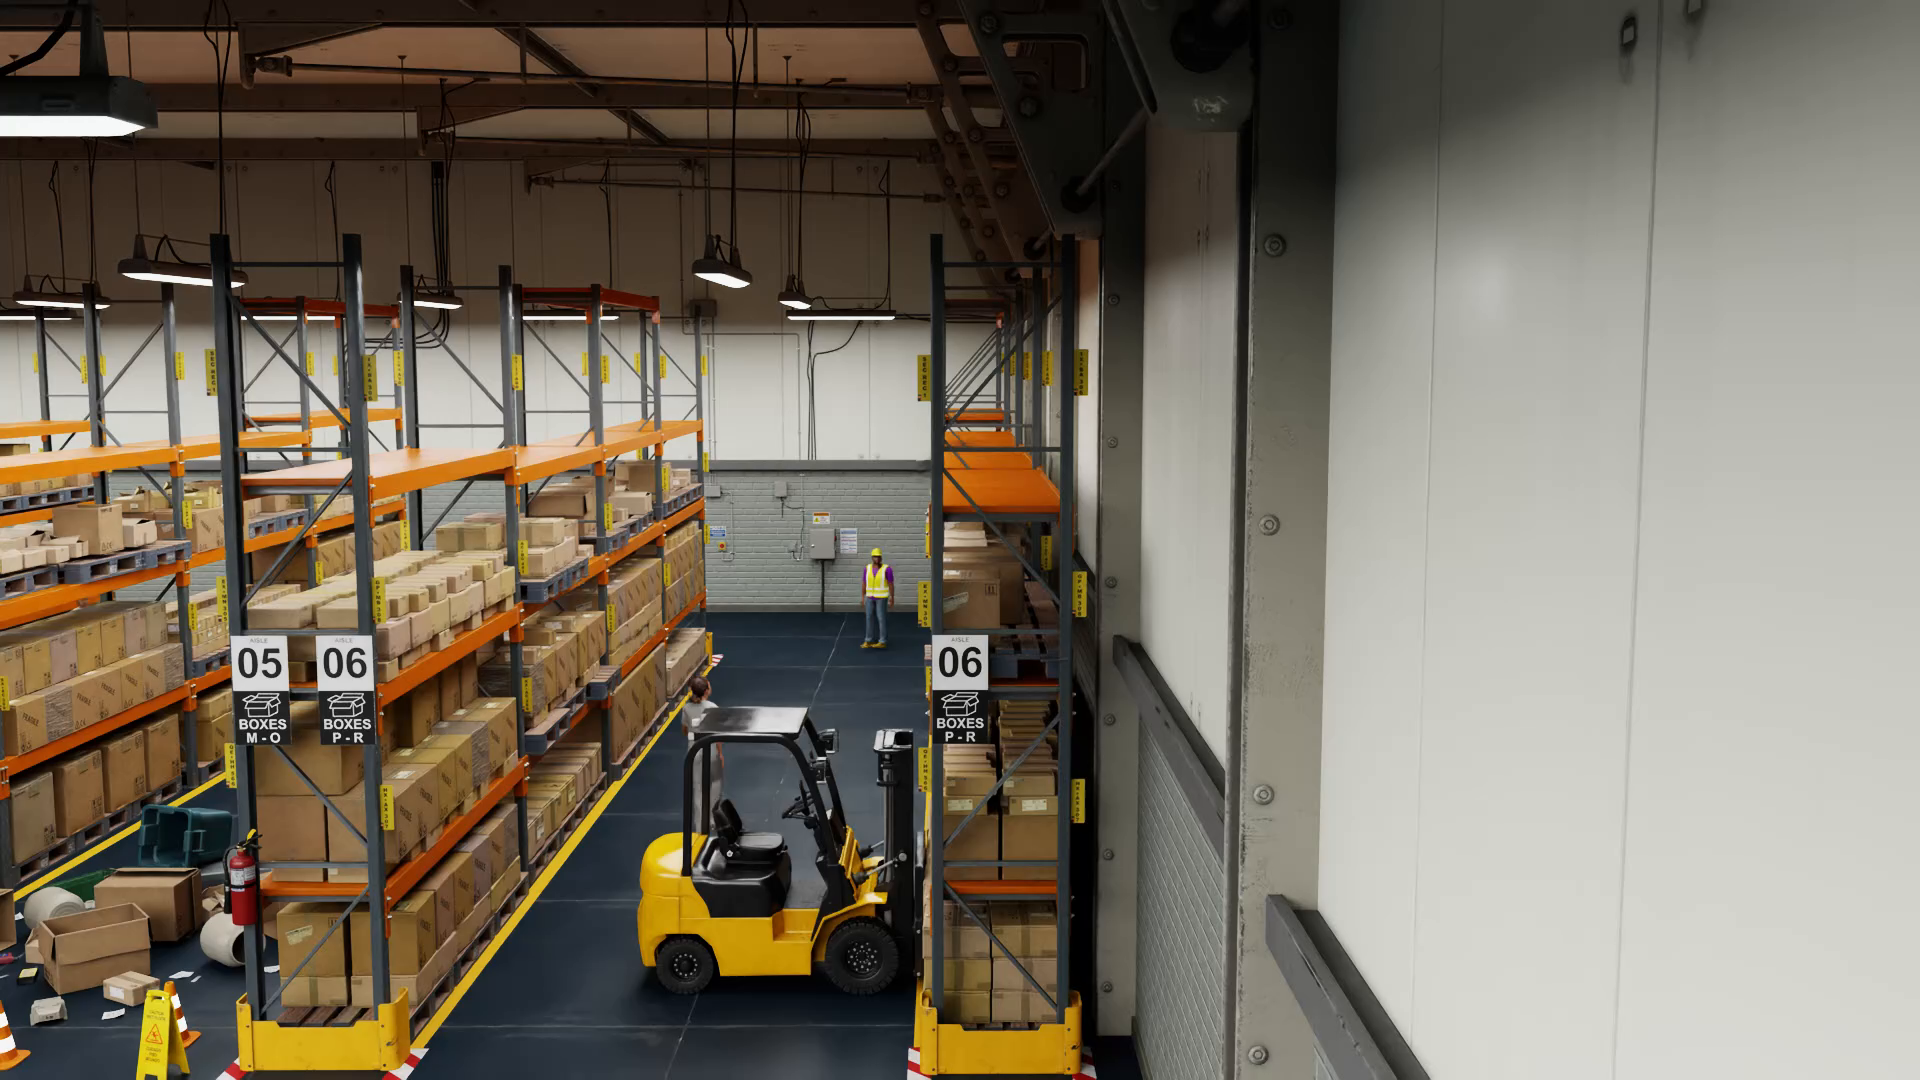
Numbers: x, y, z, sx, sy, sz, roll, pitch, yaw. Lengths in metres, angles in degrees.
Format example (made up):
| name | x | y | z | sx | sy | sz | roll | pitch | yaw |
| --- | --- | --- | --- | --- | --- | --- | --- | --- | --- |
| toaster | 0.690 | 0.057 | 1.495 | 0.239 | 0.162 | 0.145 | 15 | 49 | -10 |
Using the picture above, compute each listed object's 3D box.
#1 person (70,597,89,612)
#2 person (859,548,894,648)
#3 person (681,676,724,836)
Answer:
| name | x | y | z | sx | sy | sz | roll | pitch | yaw |
| --- | --- | --- | --- | --- | --- | --- | --- | --- | --- |
| person | -13.079 | 1.581 | 24.929 | 0.414 | 1.684 | 0.485 | 0 | 6 | 2 |
| person | -1.459 | 1.041 | 29.513 | 0.627 | 1.785 | 0.455 | 4 | 8 | 34 |
| person | -2.631 | 2.224 | 17.039 | 0.462 | 1.687 | 0.758 | 0 | 6 | -3 |
